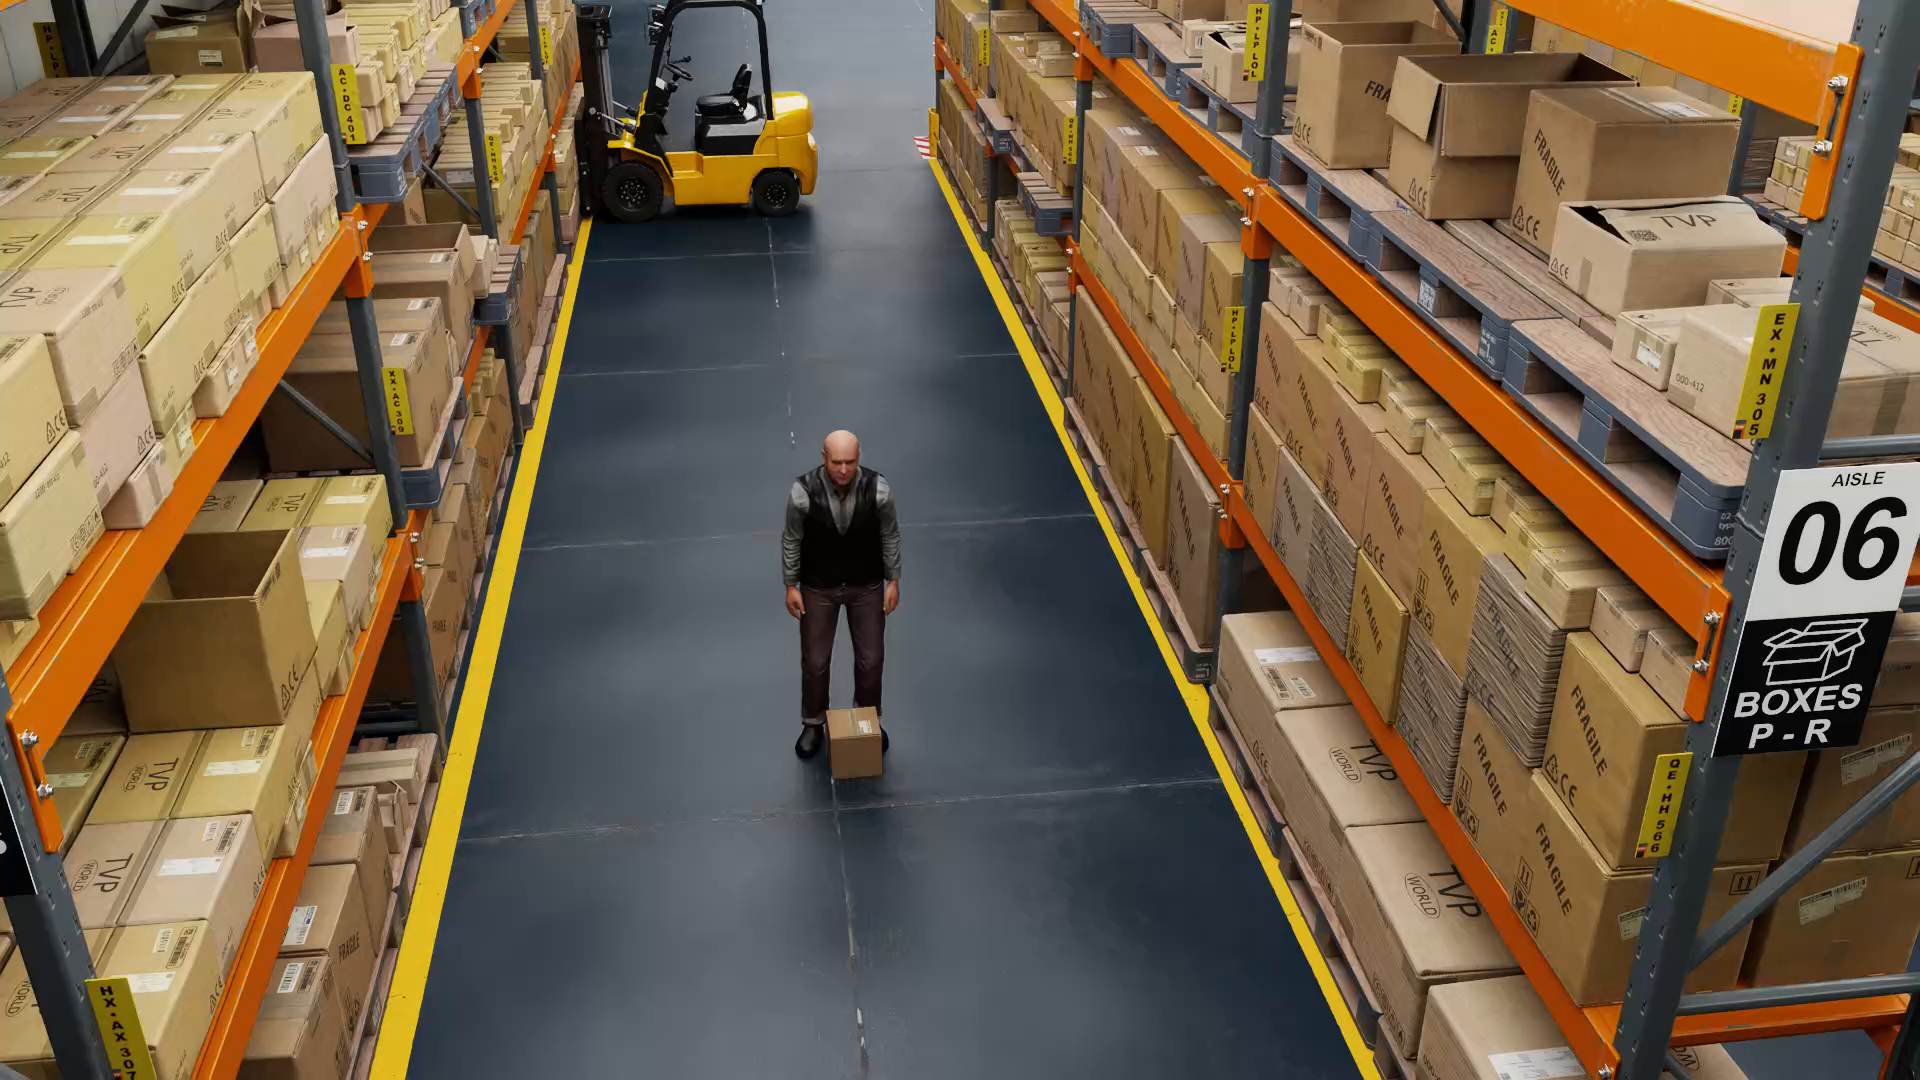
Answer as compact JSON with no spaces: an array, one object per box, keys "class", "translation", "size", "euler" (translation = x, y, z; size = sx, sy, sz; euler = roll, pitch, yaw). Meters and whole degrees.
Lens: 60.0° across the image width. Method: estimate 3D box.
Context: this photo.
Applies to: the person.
[{"class":"person","translation":[-0.576,0.241,8.169],"size":[0.581,1.721,0.370],"euler":[-3,27,-7]}]
